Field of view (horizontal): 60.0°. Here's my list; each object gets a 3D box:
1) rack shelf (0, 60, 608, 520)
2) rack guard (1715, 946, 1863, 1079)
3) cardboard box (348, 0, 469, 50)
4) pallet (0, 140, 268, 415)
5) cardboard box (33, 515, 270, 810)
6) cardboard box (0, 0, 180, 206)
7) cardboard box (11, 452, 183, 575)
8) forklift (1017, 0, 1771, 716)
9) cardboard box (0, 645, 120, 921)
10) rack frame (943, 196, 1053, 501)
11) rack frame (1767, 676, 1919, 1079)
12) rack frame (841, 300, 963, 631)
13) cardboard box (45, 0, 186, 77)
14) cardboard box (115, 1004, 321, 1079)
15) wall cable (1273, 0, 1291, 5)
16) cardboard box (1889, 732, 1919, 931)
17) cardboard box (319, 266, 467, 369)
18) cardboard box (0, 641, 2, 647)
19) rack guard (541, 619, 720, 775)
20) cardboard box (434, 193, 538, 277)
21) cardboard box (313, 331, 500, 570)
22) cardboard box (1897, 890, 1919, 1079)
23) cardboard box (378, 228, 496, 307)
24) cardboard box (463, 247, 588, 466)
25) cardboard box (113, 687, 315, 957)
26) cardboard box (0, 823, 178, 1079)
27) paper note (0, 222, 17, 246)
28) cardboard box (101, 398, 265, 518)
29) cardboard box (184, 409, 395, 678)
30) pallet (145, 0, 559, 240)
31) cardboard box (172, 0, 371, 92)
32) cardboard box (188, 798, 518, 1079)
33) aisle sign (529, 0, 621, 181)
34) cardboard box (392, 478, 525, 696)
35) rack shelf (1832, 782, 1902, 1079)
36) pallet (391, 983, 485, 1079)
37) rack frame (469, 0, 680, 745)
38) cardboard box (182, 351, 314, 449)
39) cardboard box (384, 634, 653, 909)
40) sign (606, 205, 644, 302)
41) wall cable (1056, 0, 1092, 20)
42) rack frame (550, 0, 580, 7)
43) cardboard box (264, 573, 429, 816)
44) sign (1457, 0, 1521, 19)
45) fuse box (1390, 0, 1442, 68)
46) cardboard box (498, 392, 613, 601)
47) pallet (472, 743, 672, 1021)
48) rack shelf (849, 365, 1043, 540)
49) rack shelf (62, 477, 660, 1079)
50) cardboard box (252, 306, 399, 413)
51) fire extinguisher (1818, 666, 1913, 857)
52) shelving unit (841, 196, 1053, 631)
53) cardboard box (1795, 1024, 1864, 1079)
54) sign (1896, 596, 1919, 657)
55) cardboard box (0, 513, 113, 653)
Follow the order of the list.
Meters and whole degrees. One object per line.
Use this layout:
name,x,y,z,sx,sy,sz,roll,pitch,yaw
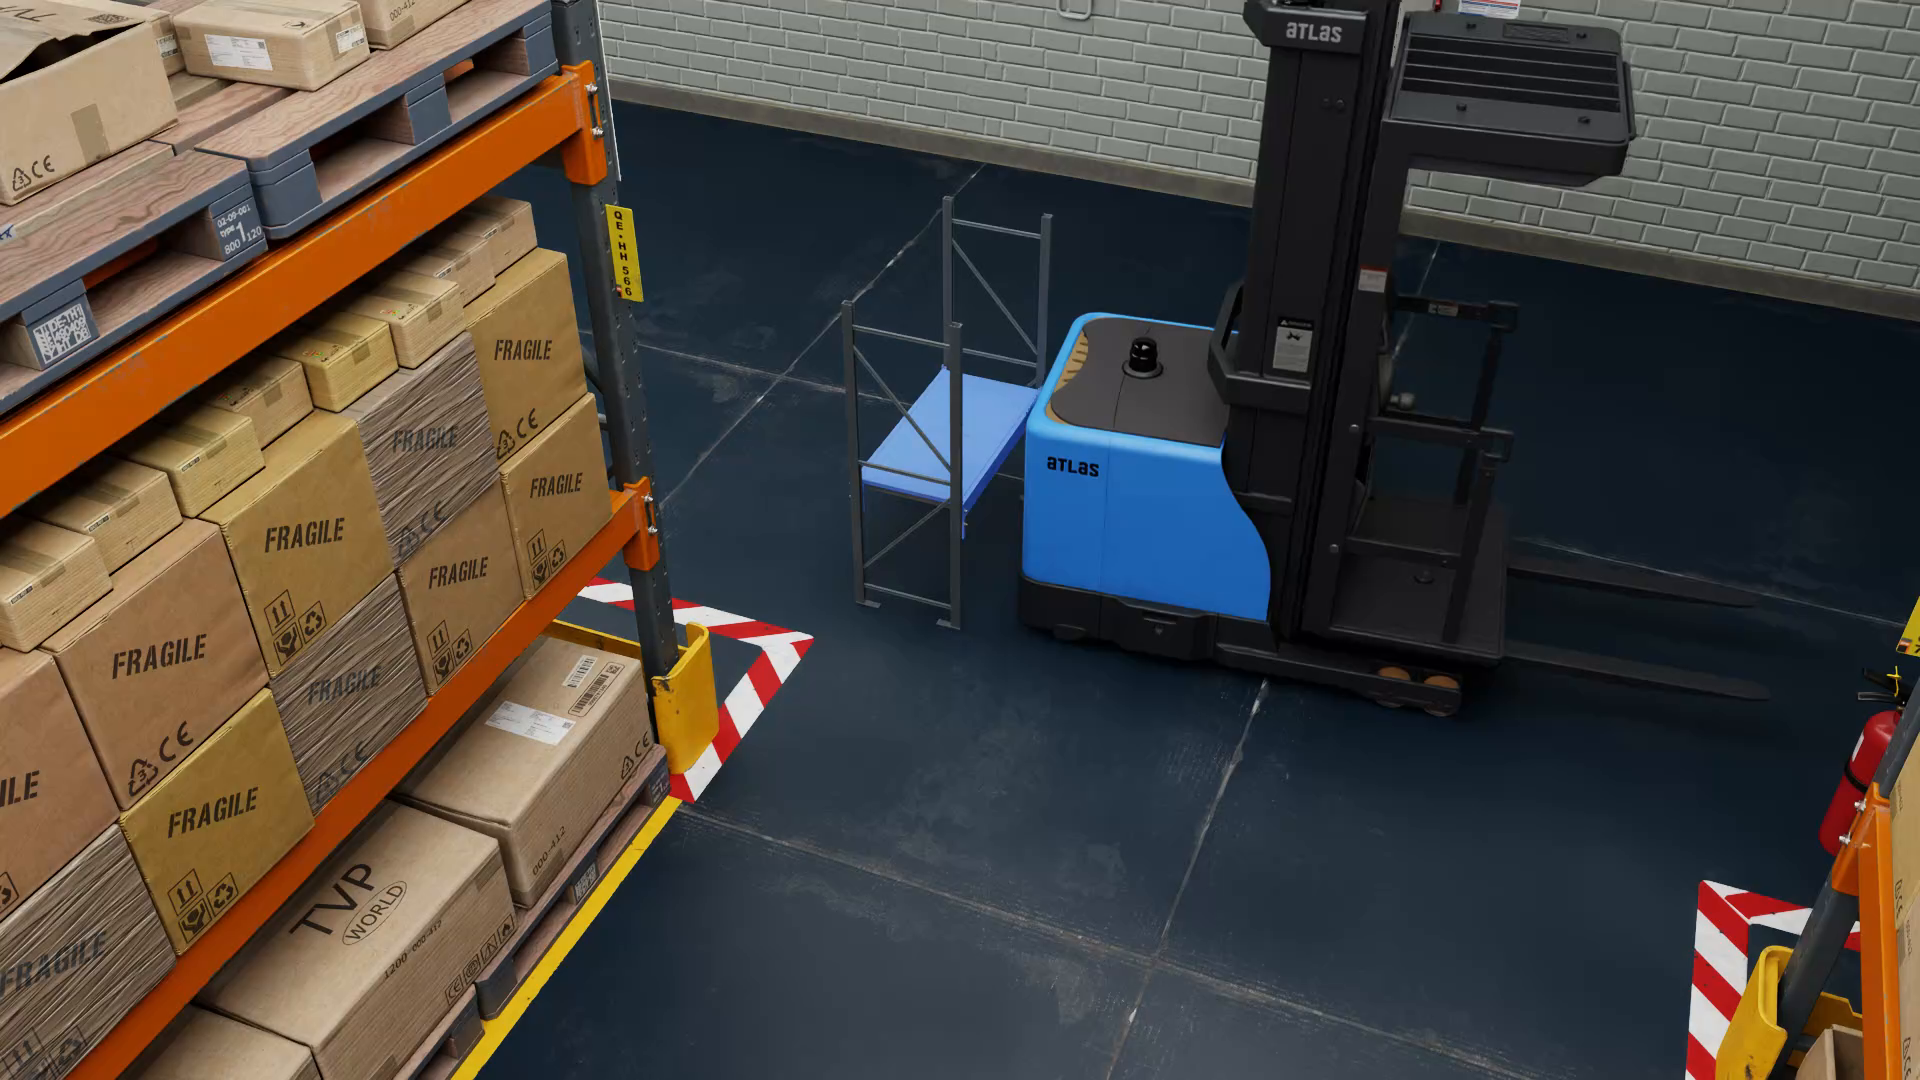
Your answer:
rack shelf,-2.328,-0.290,3.728,1.077,0.370,4.000,14,39,18
rack guard,2.995,1.688,5.074,1.175,0.500,0.348,14,39,18
cardboard box,-1.655,-1.564,4.522,0.500,0.250,0.500,10,38,14
pallet,-2.303,-0.559,3.561,1.003,0.211,1.213,14,39,18
cardboard box,-2.087,0.244,3.999,0.500,0.500,0.500,14,39,17
cardboard box,-2.183,-1.040,3.771,0.500,0.311,0.500,15,39,19
cardboard box,-2.071,-0.080,3.891,0.380,0.149,0.250,15,39,19
forklift,1.825,-0.811,6.387,3.031,2.935,1.130,10,38,13
cardboard box,-2.281,0.523,3.627,0.500,0.500,0.500,15,39,19
rack frame,0.161,-0.835,7.614,0.500,1.500,0.032,14,39,18
rack frame,3.024,0.645,4.382,1.000,3.000,0.127,14,39,18
rack frame,-0.226,-0.272,6.861,0.500,1.500,0.032,14,39,18
cardboard box,-2.194,-1.243,4.177,0.380,0.149,0.250,15,39,19
cardboard box,-2.411,1.770,4.666,0.875,0.438,0.875,13,39,16
wall cable,1.872,-3.701,9.348,0.588,1.984,0.122,14,39,18
cardboard box,2.602,0.776,4.084,0.500,0.250,0.500,14,39,18
cardboard box,-1.614,-0.632,4.629,0.380,0.149,0.250,13,39,17
cardboard box,-2.290,0.196,3.521,0.380,0.149,0.250,14,39,18
rack guard,-1.558,0.504,6.658,1.175,0.500,0.348,14,39,18
cardboard box,-1.519,-0.940,5.041,0.380,0.149,0.250,14,39,18
cardboard box,-1.702,-0.307,4.737,0.500,0.500,0.500,14,39,18
cardboard box,2.411,1.055,3.710,0.500,0.250,0.500,14,39,18
cardboard box,-1.593,-0.794,4.846,0.380,0.149,0.250,15,39,19
cardboard box,-1.531,-0.603,5.133,0.500,0.500,0.500,15,39,19
cardboard box,-2.082,0.654,4.286,0.500,0.500,0.500,15,39,19
cardboard box,-2.278,0.939,3.905,0.500,0.500,0.500,14,39,18
paper note,-1.828,-0.559,3.133,0.006,0.032,0.123,14,39,18
cardboard box,-1.954,-0.221,4.079,0.380,0.149,0.250,15,39,19
cardboard box,-1.894,-0.034,4.371,0.500,0.500,0.500,14,39,18
pallet,-1.840,-1.237,4.468,1.003,0.211,1.213,14,39,18
cardboard box,-1.741,-1.273,4.218,0.380,0.149,0.250,11,38,14
cardboard box,-2.067,1.271,5.333,0.875,0.438,0.875,15,39,19
aisle sign,-1.253,-1.494,5.072,0.394,0.787,0.004,14,39,18
cardboard box,-1.711,0.078,5.057,0.500,0.500,0.500,13,39,17
rack shelf,2.263,2.040,3.116,1.077,0.370,4.000,14,39,18
pallet,-2.265,1.767,5.210,1.003,0.211,1.213,14,39,18
rack frame,-1.567,-0.484,5.892,1.000,3.000,0.127,14,39,18
cardboard box,-1.912,-0.373,4.283,0.380,0.149,0.250,13,39,17
cardboard box,-1.726,0.763,6.014,0.875,0.438,0.875,13,39,16
sign,-1.071,-0.911,5.298,0.100,0.325,0.005,14,39,18
wall cable,0.556,-4.030,9.762,0.585,1.953,0.123,14,39,18
rack frame,-1.567,-2.887,4.096,1.000,3.000,0.127,14,39,18
cardboard box,-1.898,0.365,4.673,0.500,0.500,0.500,15,39,19
sign,2.979,-3.016,9.359,0.329,0.494,0.001,14,39,18
fuse box,2.444,-2.536,9.713,0.539,1.711,0.414,14,39,18
cardboard box,-1.506,-0.196,5.424,0.500,0.500,0.500,14,39,18
pallet,-1.799,1.094,6.110,1.003,0.211,1.213,14,39,18
rack shelf,-0.032,-0.409,7.345,0.538,0.185,1.000,14,39,18
rack shelf,-2.328,0.912,4.626,1.077,0.370,4.000,14,39,18
cardboard box,-1.747,-0.502,4.455,0.380,0.149,0.250,15,39,19
fire extinguisher,2.653,0.639,4.766,0.296,0.674,0.183,14,39,18
shelving unit,-0.032,-0.554,7.238,0.538,1.500,1.048,14,39,18
cardboard box,2.704,1.794,4.579,0.797,0.503,0.637,12,39,16
sign,2.522,0.175,4.288,0.100,0.325,0.005,14,39,18
cardboard box,-2.132,0.076,3.682,0.380,0.149,0.250,14,39,18
